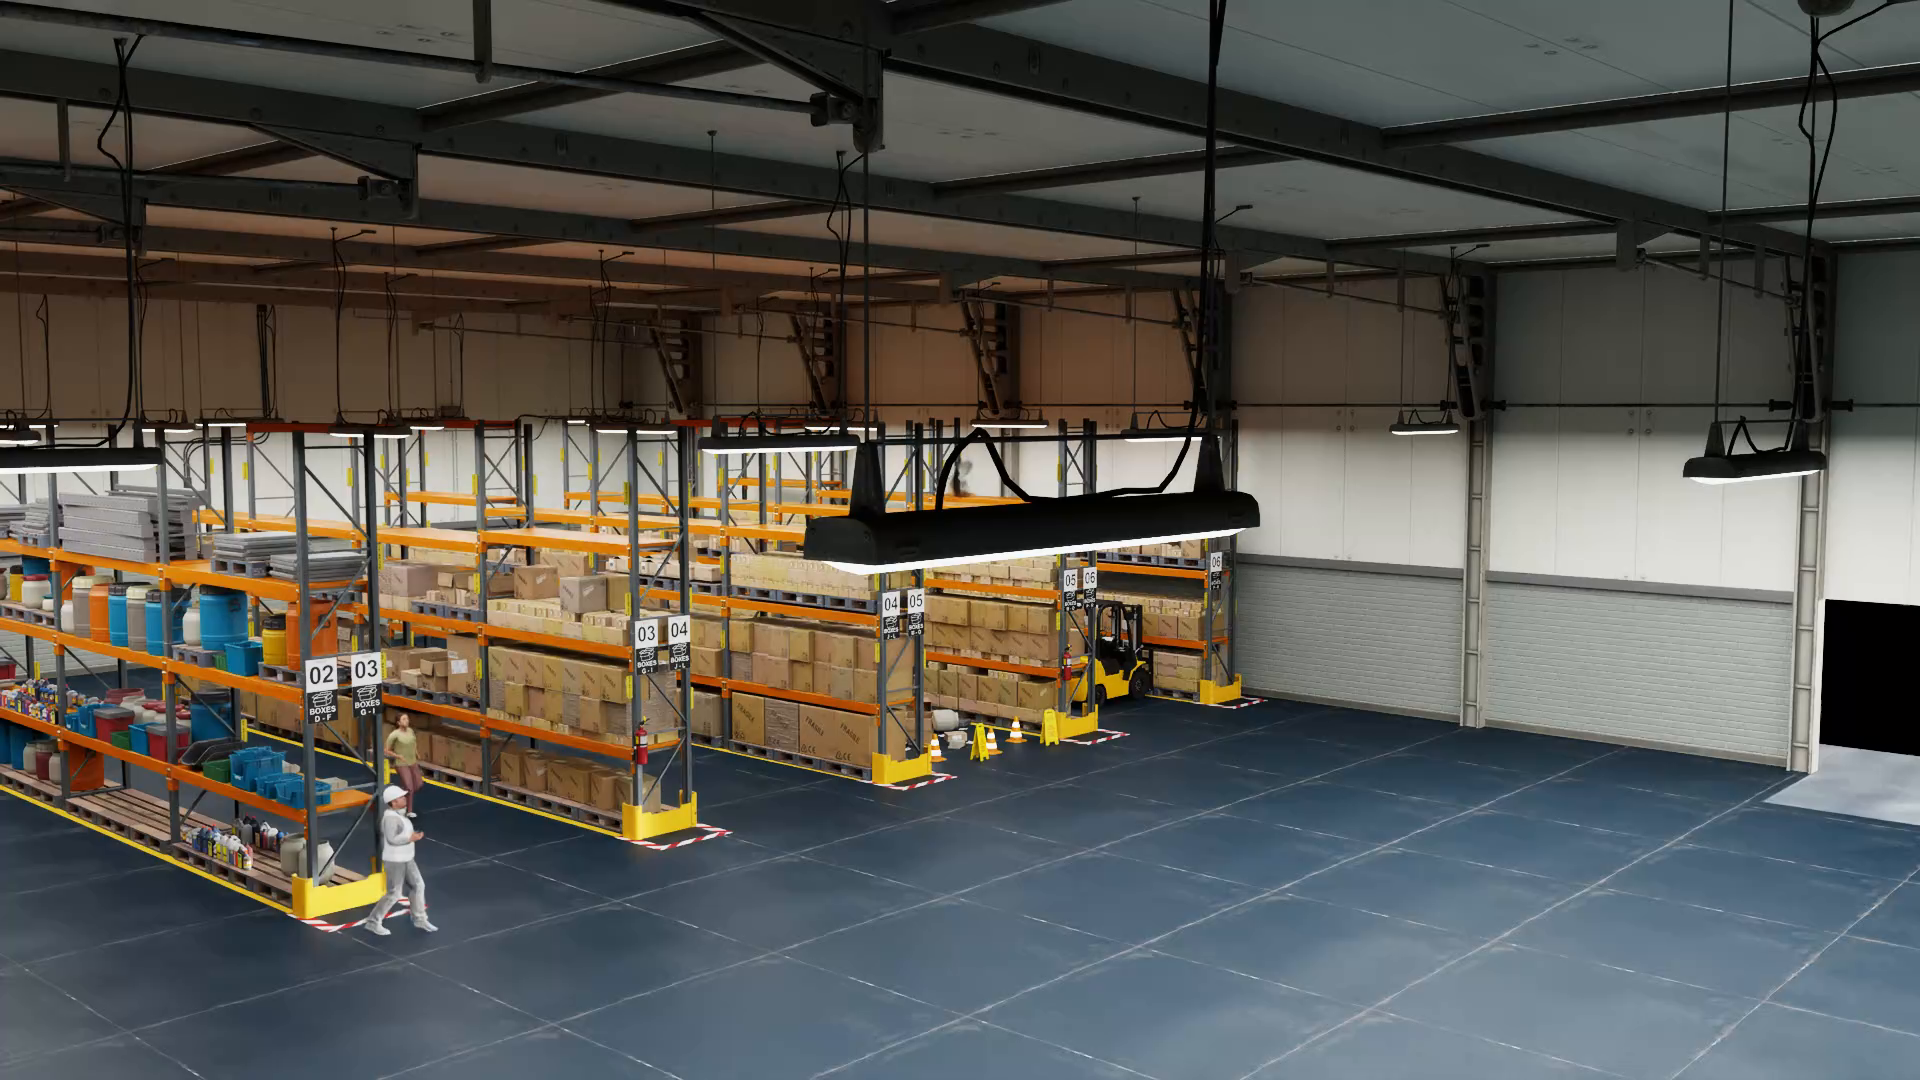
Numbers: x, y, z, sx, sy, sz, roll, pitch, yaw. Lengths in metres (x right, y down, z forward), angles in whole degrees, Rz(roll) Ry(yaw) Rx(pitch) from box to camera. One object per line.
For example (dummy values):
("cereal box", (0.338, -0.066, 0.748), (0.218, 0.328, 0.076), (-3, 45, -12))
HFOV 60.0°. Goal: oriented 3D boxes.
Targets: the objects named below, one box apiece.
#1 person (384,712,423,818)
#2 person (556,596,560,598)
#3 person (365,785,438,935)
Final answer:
("person", (-8.530, 3.436, 25.482), (0.569, 1.619, 0.578), (3, 6, 34))
("person", (-10.697, 1.948, 43.312), (0.661, 1.734, 0.811), (-3, 6, -32))
("person", (-6.656, 3.817, 19.761), (0.801, 1.811, 0.661), (-1, 5, -7))
